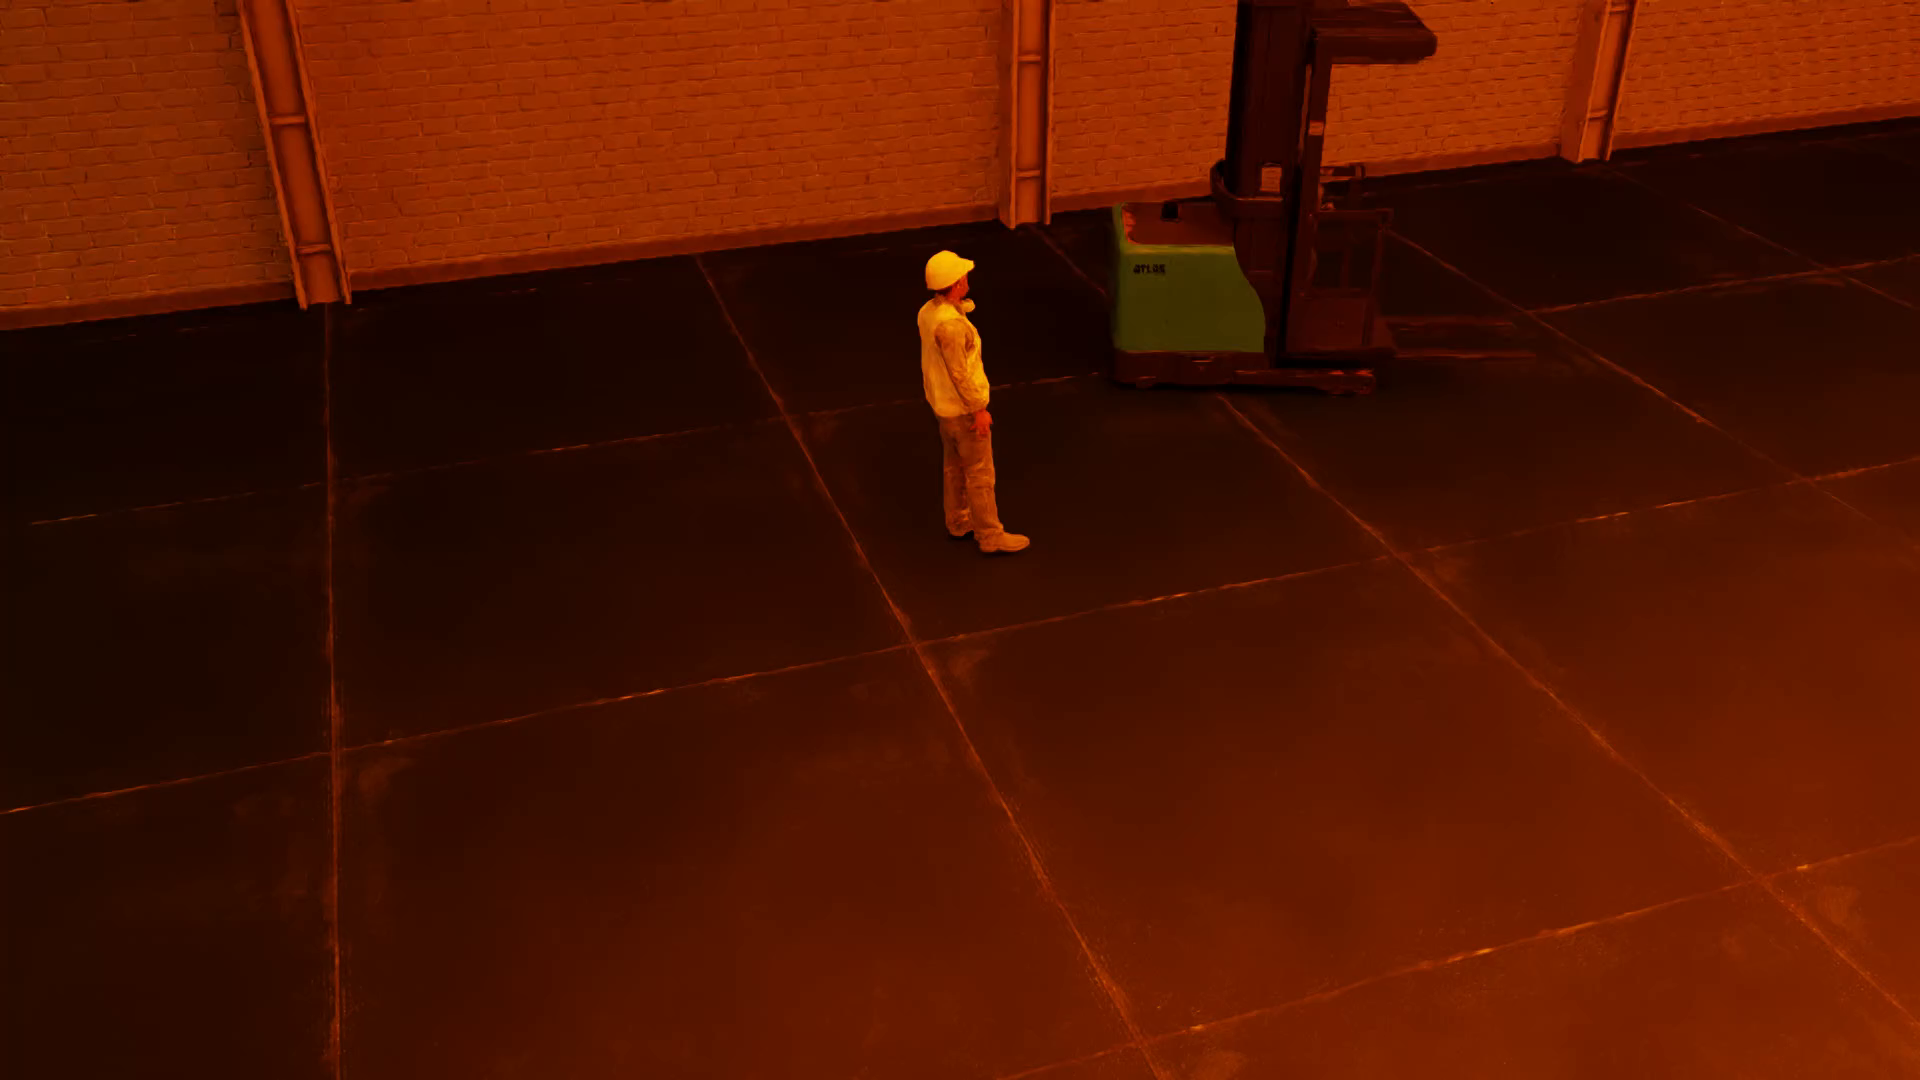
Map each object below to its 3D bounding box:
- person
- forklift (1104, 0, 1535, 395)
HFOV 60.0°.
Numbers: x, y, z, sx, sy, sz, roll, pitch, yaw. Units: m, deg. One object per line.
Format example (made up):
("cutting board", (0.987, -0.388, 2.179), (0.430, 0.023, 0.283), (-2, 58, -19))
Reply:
("person", (0.062, -0.816, 9.571), (0.567, 1.773, 0.632), (-10, 31, -16))
("forklift", (2.600, -2.575, 11.563), (3.031, 2.935, 1.130), (1, 30, 1))
